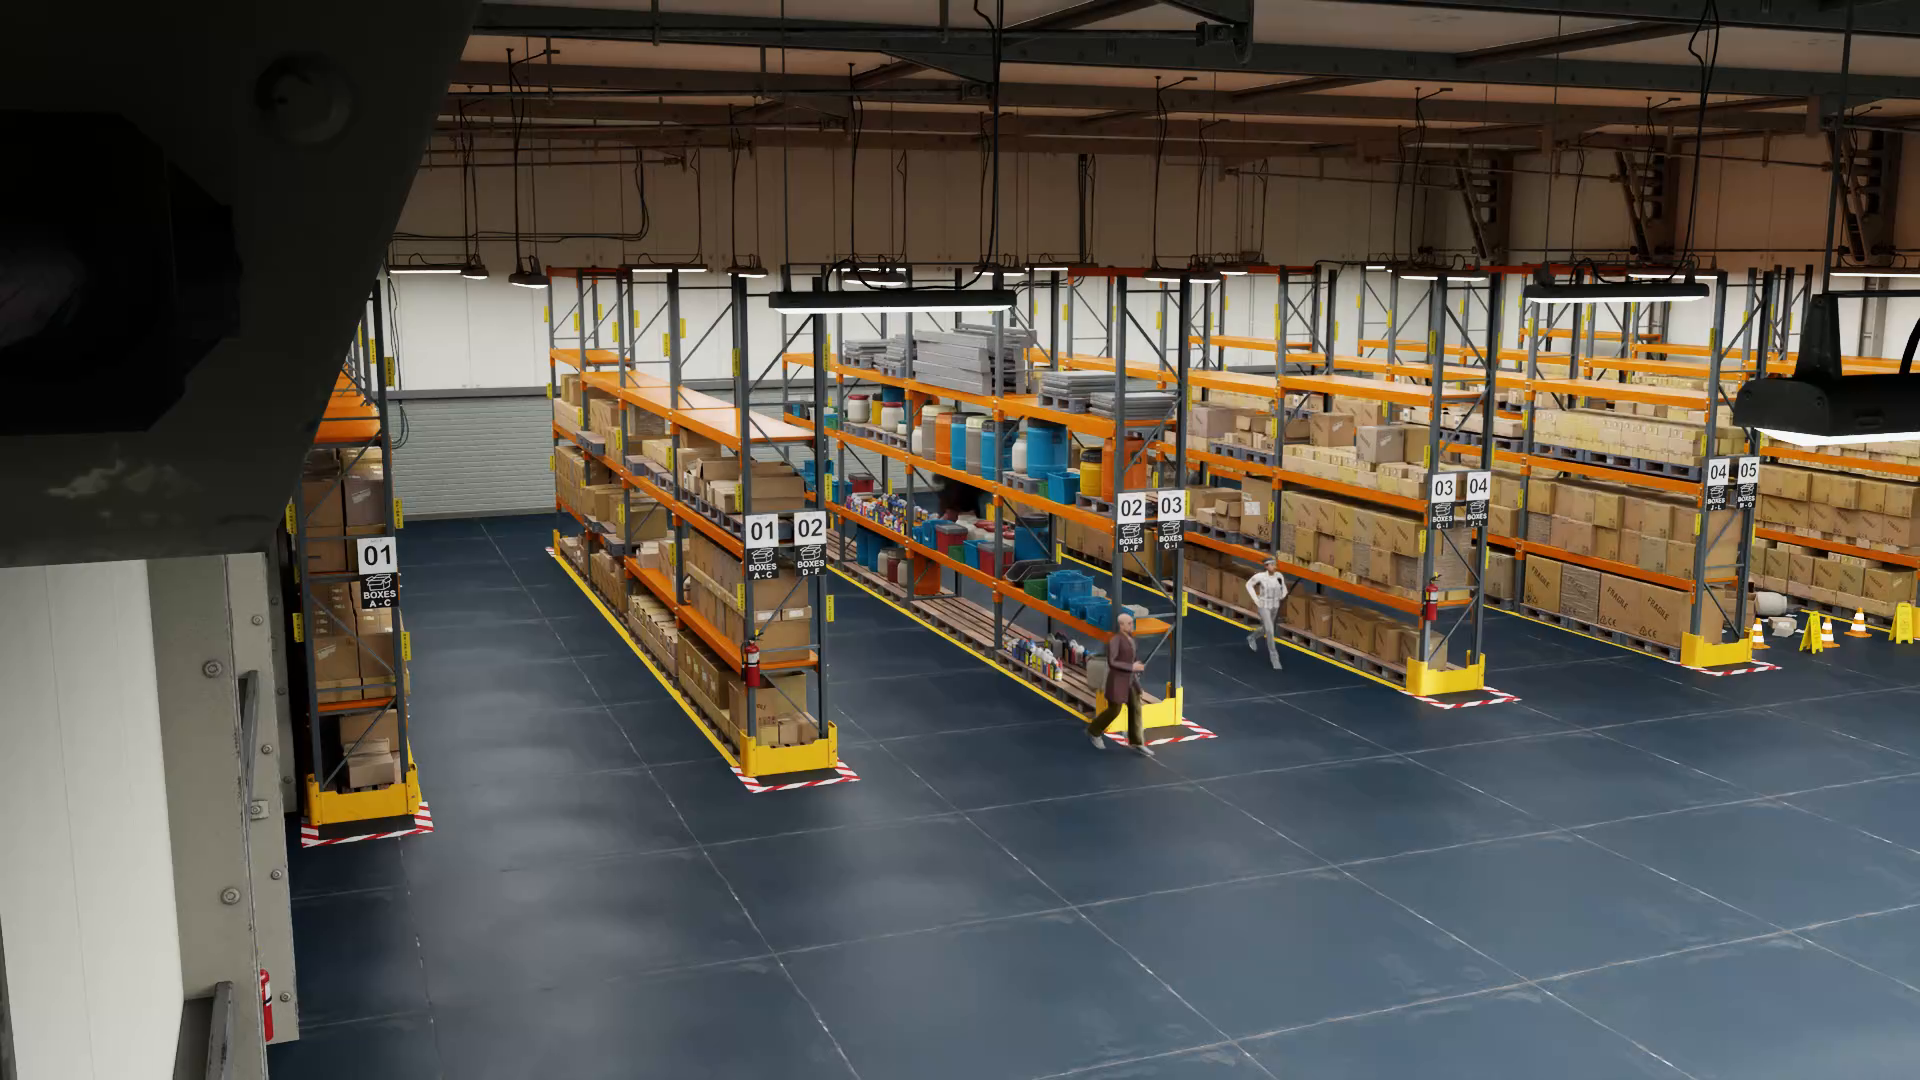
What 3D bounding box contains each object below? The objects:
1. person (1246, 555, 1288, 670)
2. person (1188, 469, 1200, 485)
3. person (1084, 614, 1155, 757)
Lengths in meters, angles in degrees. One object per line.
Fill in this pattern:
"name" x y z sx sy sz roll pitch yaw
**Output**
"person" 4.776 1.069 25.702 0.580 1.727 1.003 -5 11 -26
"person" 5.945 -1.727 41.752 0.788 1.706 0.614 3 10 14
"person" 2.033 1.814 21.064 0.938 1.810 0.739 6 12 33
